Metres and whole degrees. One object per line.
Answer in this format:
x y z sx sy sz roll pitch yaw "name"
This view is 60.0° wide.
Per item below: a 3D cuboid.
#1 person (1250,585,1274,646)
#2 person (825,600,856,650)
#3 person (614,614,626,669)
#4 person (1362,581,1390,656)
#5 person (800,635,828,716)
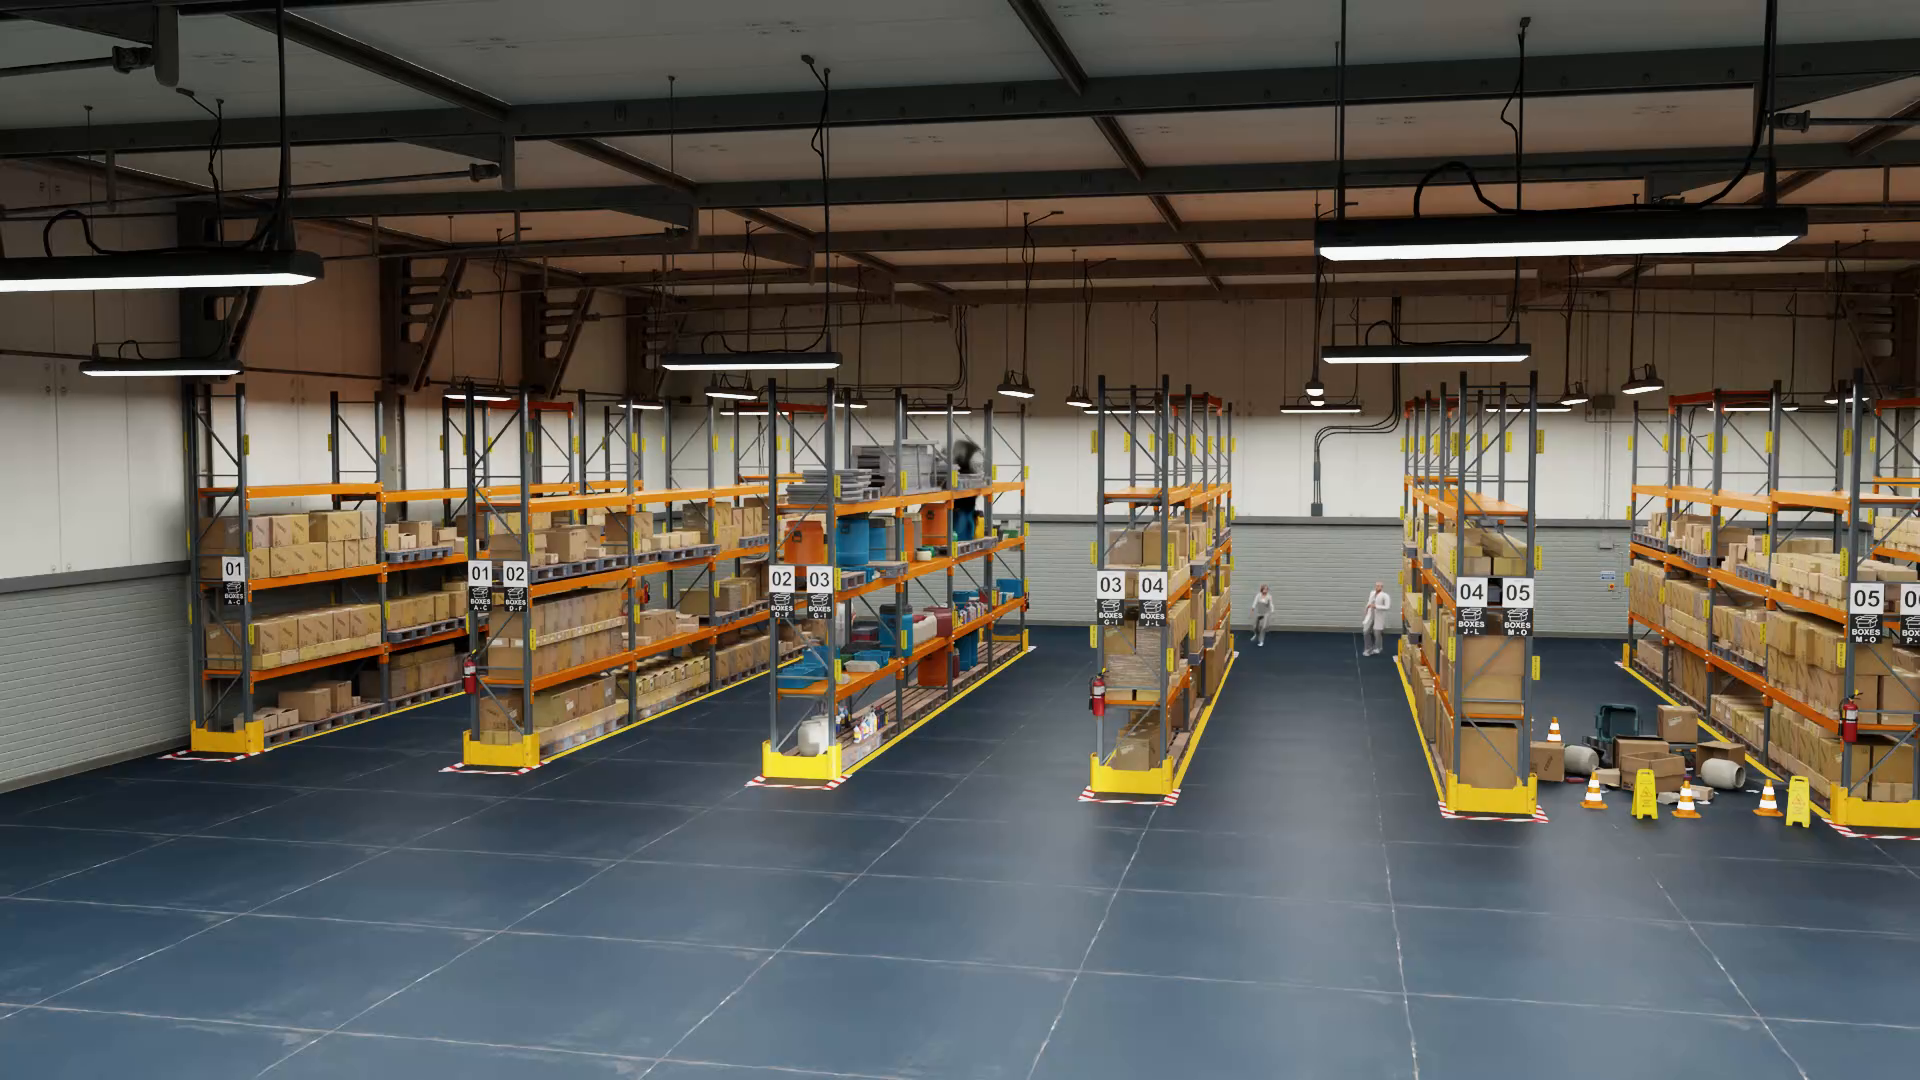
7.531 1.863 41.418 0.608 1.542 0.595 1 3 15 "person"
-2.722 1.978 37.875 0.732 1.734 0.557 0 3 -3 "person"
-7.212 2.168 35.180 0.659 1.680 0.776 0 3 0 "person"
9.940 1.891 39.435 0.682 1.841 0.758 3 4 42 "person"
-2.569 2.482 30.070 0.604 1.576 0.858 1 3 13 "person"
